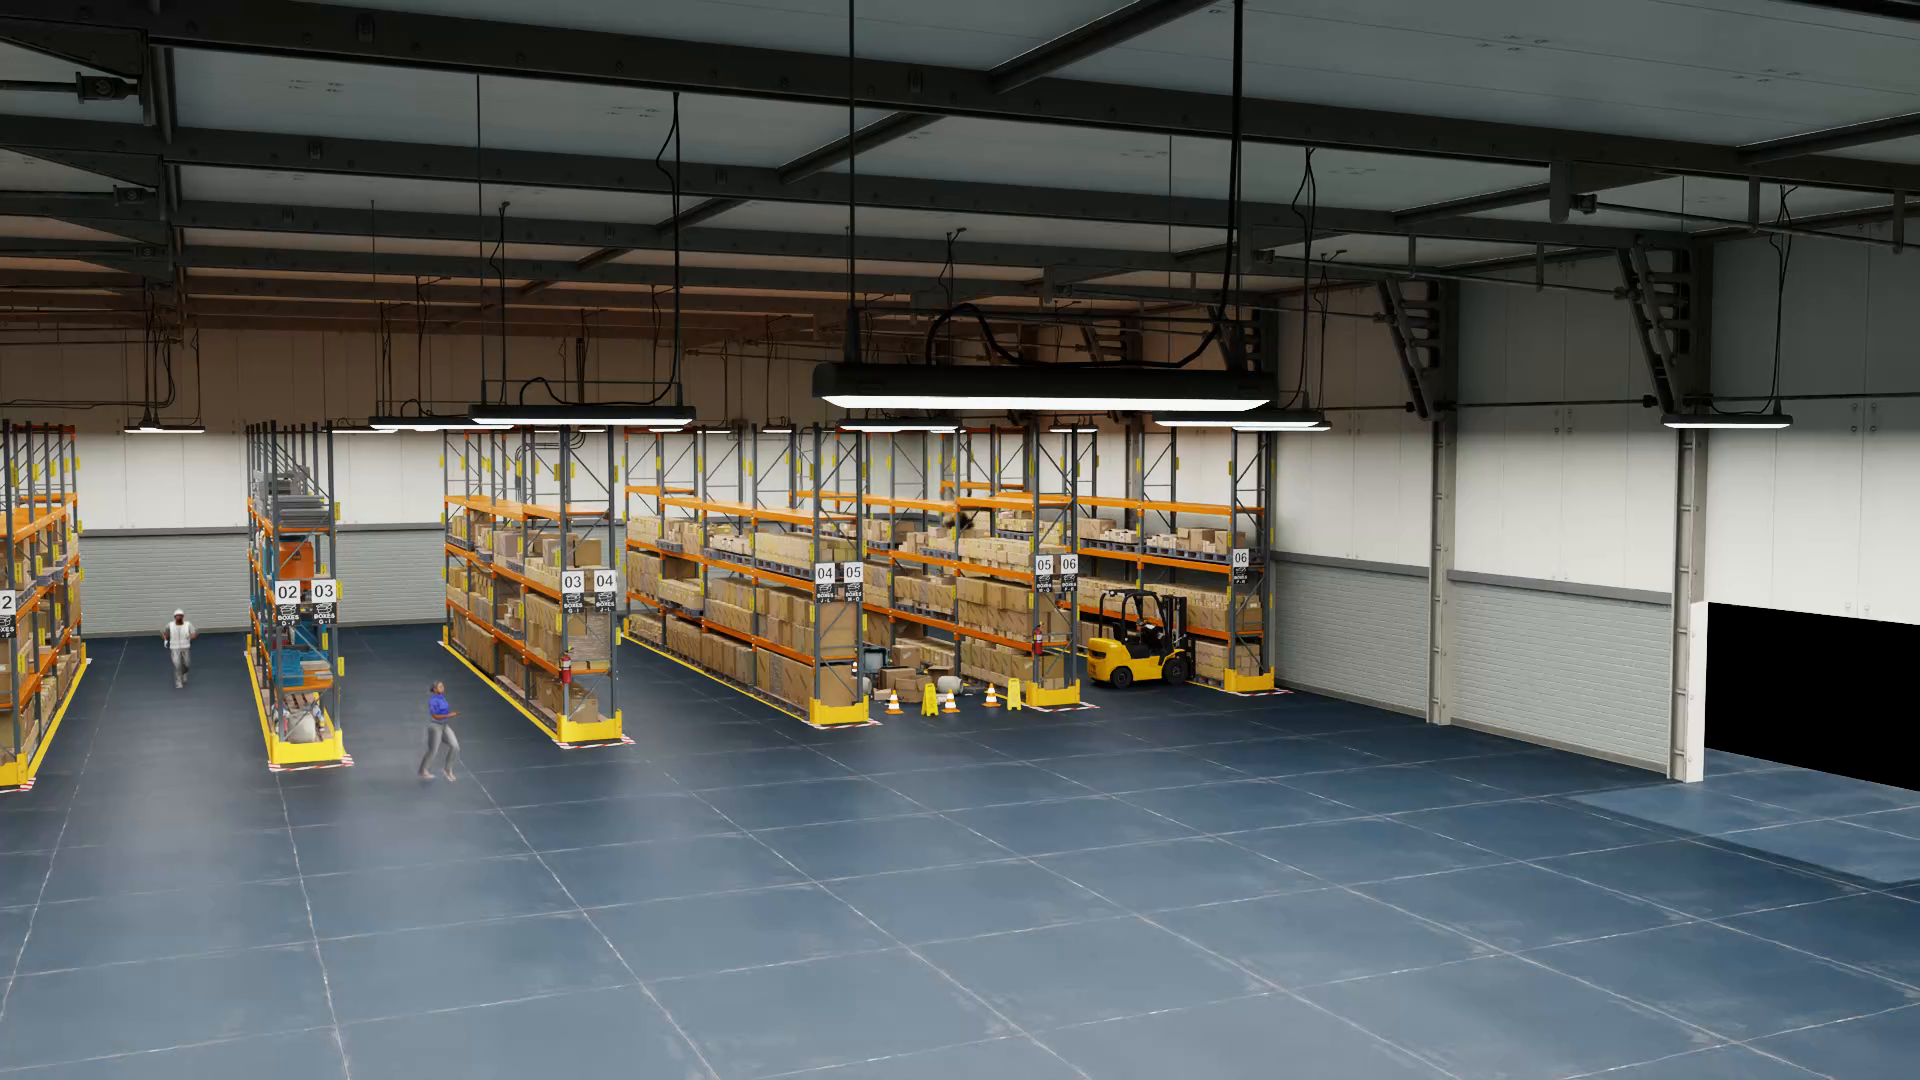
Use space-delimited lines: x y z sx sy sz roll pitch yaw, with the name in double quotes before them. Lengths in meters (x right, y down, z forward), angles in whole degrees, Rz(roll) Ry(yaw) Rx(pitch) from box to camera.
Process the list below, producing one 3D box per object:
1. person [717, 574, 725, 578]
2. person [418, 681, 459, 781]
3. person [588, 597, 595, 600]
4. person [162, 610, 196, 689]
"person" -6.766 1.894 47.178 0.652 1.864 0.832 -2 4 -28
"person" -8.625 3.178 27.578 0.722 1.710 0.541 1 4 13
"person" -10.764 1.919 47.875 0.780 1.654 0.662 2 4 26
"person" -17.754 2.469 37.842 0.696 1.763 0.941 -2 4 -29
